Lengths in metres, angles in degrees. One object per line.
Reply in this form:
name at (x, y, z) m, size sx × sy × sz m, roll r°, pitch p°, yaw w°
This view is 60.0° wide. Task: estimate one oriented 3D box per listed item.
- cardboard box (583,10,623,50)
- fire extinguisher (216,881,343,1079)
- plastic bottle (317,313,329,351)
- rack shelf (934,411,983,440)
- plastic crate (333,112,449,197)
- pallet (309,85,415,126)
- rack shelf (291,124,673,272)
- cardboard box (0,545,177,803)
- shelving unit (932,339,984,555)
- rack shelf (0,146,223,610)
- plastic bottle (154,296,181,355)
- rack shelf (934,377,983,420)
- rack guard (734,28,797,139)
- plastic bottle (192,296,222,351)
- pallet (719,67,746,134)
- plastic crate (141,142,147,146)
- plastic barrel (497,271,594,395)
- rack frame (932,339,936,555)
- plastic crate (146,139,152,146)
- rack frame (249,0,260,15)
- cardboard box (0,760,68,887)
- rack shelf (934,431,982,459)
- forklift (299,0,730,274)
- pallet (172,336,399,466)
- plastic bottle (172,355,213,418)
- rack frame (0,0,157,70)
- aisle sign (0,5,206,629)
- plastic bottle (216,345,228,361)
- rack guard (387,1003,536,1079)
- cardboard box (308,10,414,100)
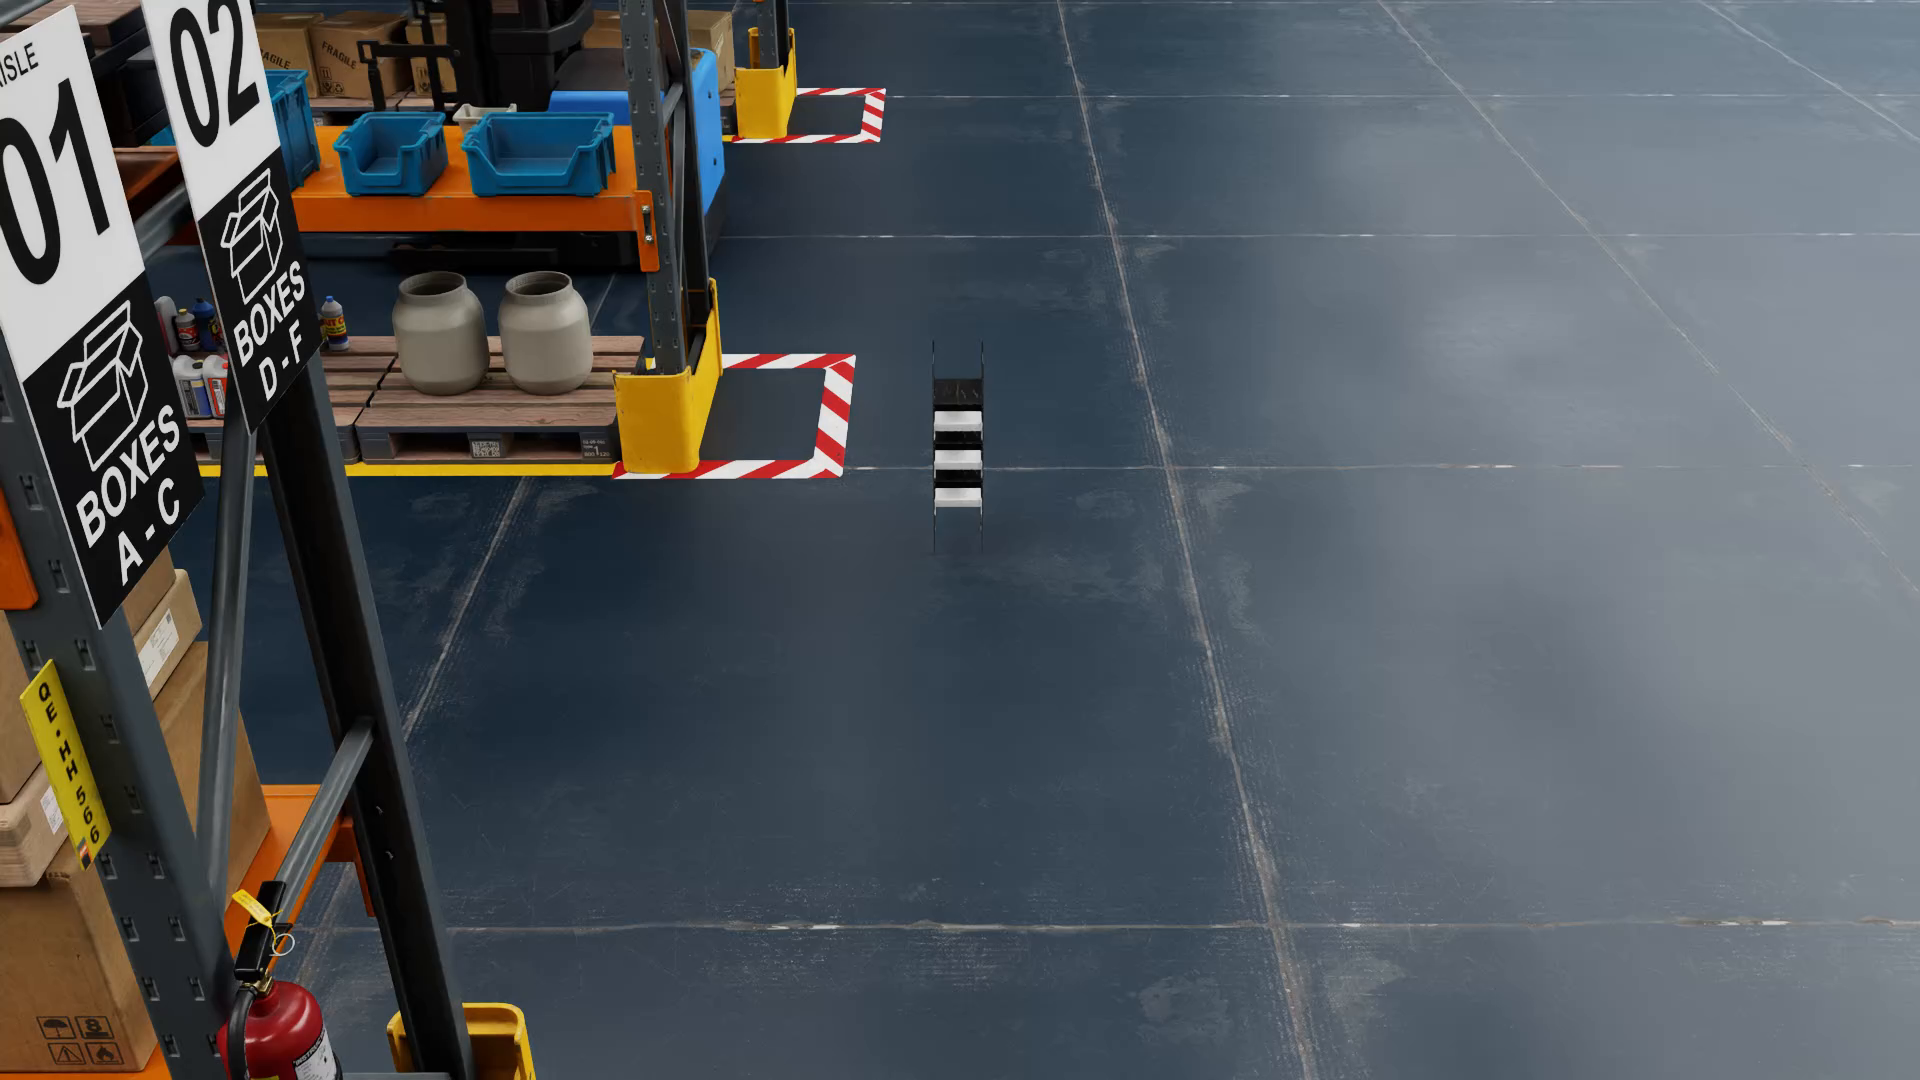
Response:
cardboard box at (-2.587, -3.587, 12.275) m, size 0.500 × 0.500 × 0.500 m, roll 8°, pitch 32°, yaw 13°
fire extinguisher at (-1.188, 0.923, 2.911) m, size 0.183 × 0.674 × 0.296 m, roll 0°, pitch 31°, yaw 0°
plastic bottle at (-3.253, -1.067, 8.391) m, size 0.097 × 0.201 × 0.097 m, roll 0°, pitch 31°, yaw 0°
rack shelf at (-0.008, -0.510, 6.940) m, size 0.200 × 0.077 × 0.258 m, roll 0°, pitch 31°, yaw 0°
plastic crate at (-2.483, -1.700, 7.304) m, size 0.408 × 0.251 × 0.499 m, roll 0°, pitch 31°, yaw 0°
pallet at (-4.693, -3.305, 12.493) m, size 1.213 × 0.211 × 1.003 m, roll 0°, pitch 31°, yaw 0°
rack shelf at (-3.335, -1.606, 7.699) m, size 4.000 × 0.370 × 1.077 m, roll 0°, pitch 31°, yaw 0°
cardboard box at (-1.828, 0.047, 2.933) m, size 0.500 × 0.500 × 0.700 m, roll 0°, pitch 31°, yaw 0°
shelving unit at (-0.008, -0.385, 7.017) m, size 0.210 × 0.900 × 0.258 m, roll 0°, pitch 31°, yaw 0°
rack shelf at (-3.309, -0.319, 2.686) m, size 4.000 × 0.370 × 1.077 m, roll 0°, pitch 31°, yaw 0°
plastic bottle at (-4.015, -1.082, 8.344) m, size 0.135 × 0.276 × 0.152 m, roll 0°, pitch 31°, yaw 1°
rack shelf at (-0.008, -0.587, 6.894) m, size 0.200 × 0.077 × 0.258 m, roll 0°, pitch 31°, yaw 0°
rack guard at (-1.441, -3.420, 12.405) m, size 0.348 × 0.500 × 1.175 m, roll 0°, pitch 31°, yaw 0°
plastic bottle at (-3.795, -1.095, 8.370) m, size 0.097 × 0.271 × 0.097 m, roll 0°, pitch 31°, yaw 0°
pallet at (-2.253, -3.312, 12.506) m, size 1.213 × 0.211 × 1.003 m, roll 0°, pitch 31°, yaw 0°
plastic crate at (-3.976, -1.675, 7.322) m, size 0.662 × 0.188 × 0.450 m, roll 0°, pitch 31°, yaw 0°
plastic barrel at (-1.992, -0.994, 7.990) m, size 0.421 × 0.512 × 0.421 m, roll 0°, pitch 31°, yaw 0°
rack frame at (-0.110, -0.384, 7.016) m, size 0.006 × 0.900 × 0.240 m, roll 0°, pitch 31°, yaw 0°
plastic crate at (-3.712, -1.931, 7.795) m, size 0.437 × 0.136 × 0.530 m, roll 0°, pitch 31°, yaw 0°
rack frame at (-5.365, -4.476, 11.736) m, size 0.127 × 3.000 × 1.000 m, roll 0°, pitch 31°, yaw 0°
cardboard box at (-1.690, 0.430, 2.929) m, size 0.250 × 0.149 × 0.380 m, roll -1°, pitch 31°, yaw -1°
rack shelf at (-0.008, -0.433, 6.987) m, size 0.200 × 0.077 × 0.258 m, roll 0°, pitch 31°, yaw 0°
forklift at (-2.991, -3.104, 9.540) m, size 3.031 × 2.935 × 1.130 m, roll 1°, pitch 31°, yaw 1°
pallet at (-3.440, -0.701, 8.202) m, size 1.213 × 0.211 × 1.003 m, roll 0°, pitch 31°, yaw 0°
plastic bottle at (-3.560, -0.723, 7.752) m, size 0.135 × 0.276 × 0.152 m, roll -1°, pitch 31°, yaw -2°
rack frame at (-1.309, -1.915, 1.731) m, size 0.127 × 3.000 × 1.000 m, roll 0°, pitch 31°, yaw 0°
aisle sign at (-1.241, -0.310, 2.363) m, size 0.004 × 0.787 × 0.394 m, roll 0°, pitch 31°, yaw 0°
plastic bottle at (-3.422, -0.782, 7.842) m, size 0.133 × 0.283 × 0.061 m, roll 0°, pitch 31°, yaw 0°
rack guard at (-1.285, 1.718, 3.936) m, size 0.348 × 0.500 × 1.175 m, roll 0°, pitch 31°, yaw 0°
cardboard box at (-4.392, -3.574, 12.253) m, size 0.500 × 0.500 × 0.500 m, roll 10°, pitch 33°, yaw 15°
